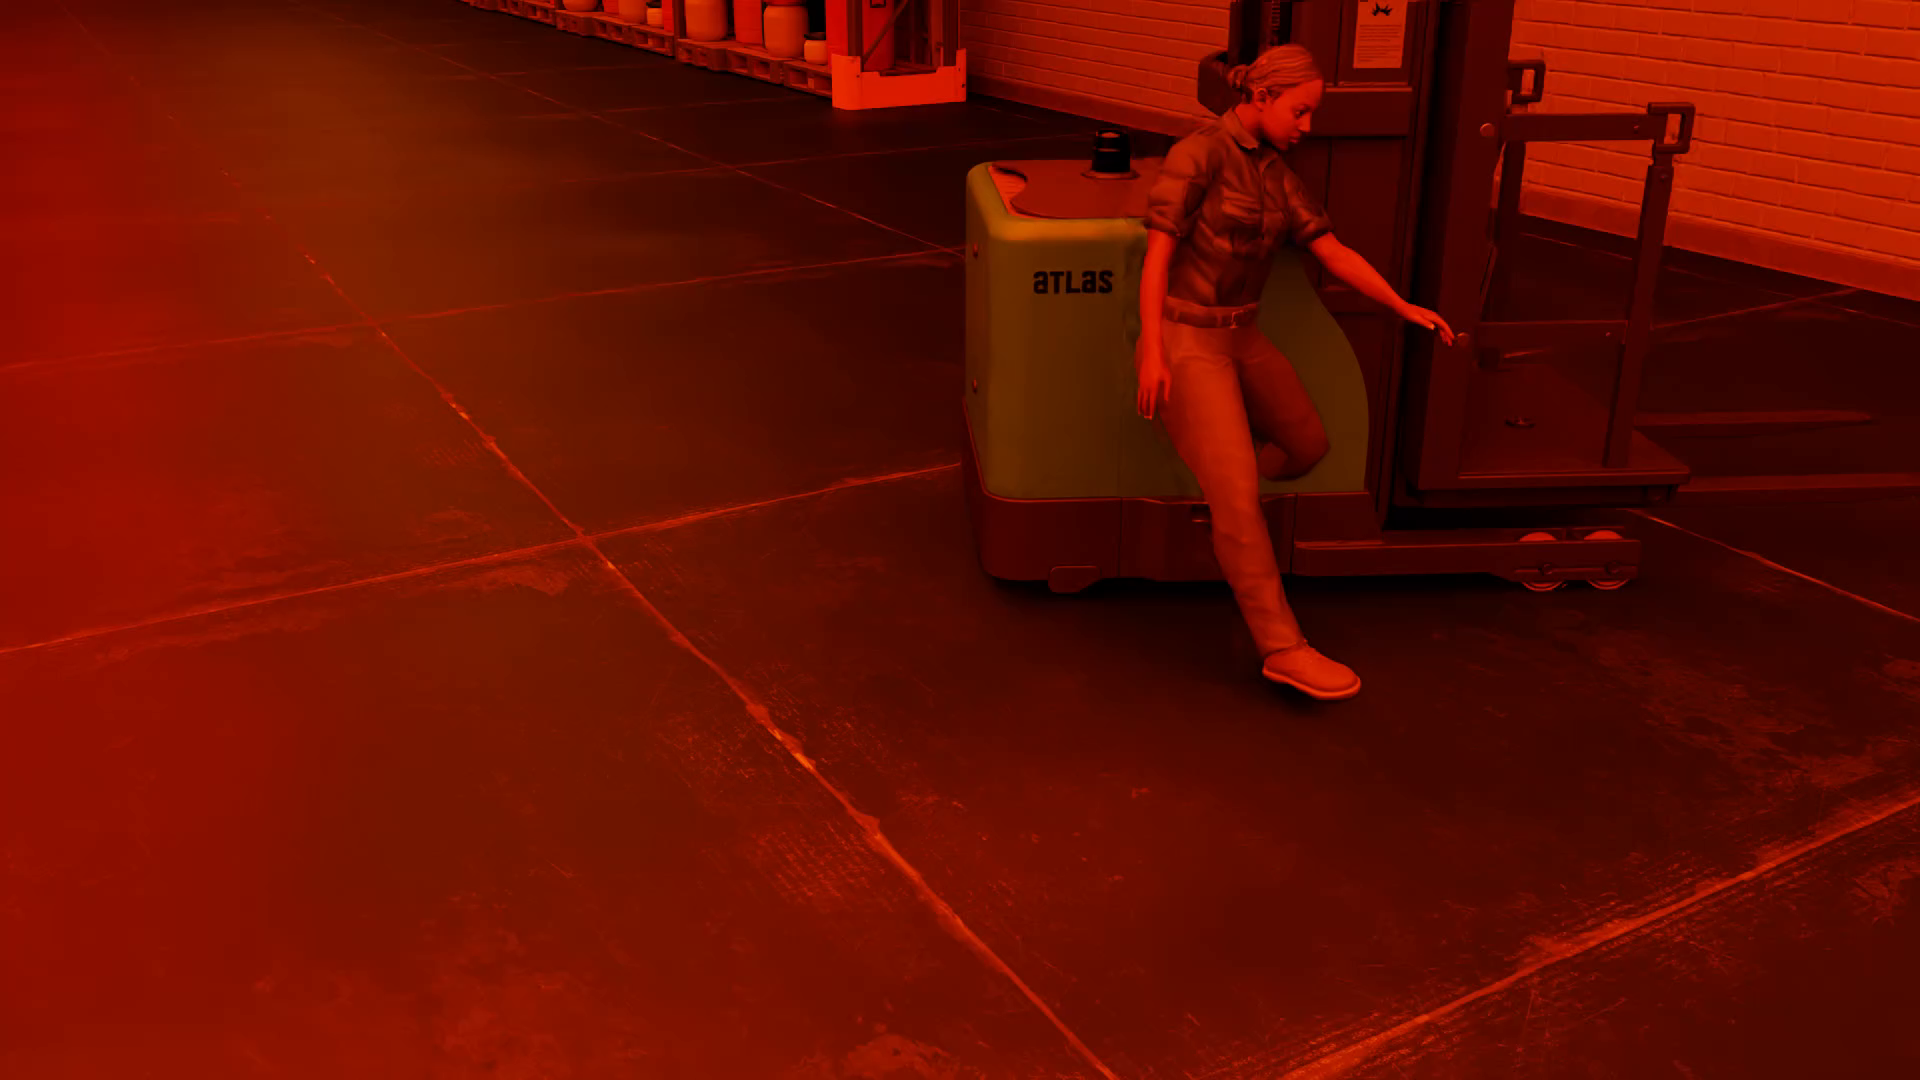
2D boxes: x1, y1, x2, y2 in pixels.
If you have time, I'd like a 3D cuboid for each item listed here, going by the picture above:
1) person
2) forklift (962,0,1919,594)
[{"bbox_3d":[0.821,-0.471,4.220,0.910,1.496,0.820,19,29,38],"label":"person"},{"bbox_3d":[1.546,-1.408,4.706,3.031,2.935,1.130,-1,22,-4],"label":"forklift"}]
